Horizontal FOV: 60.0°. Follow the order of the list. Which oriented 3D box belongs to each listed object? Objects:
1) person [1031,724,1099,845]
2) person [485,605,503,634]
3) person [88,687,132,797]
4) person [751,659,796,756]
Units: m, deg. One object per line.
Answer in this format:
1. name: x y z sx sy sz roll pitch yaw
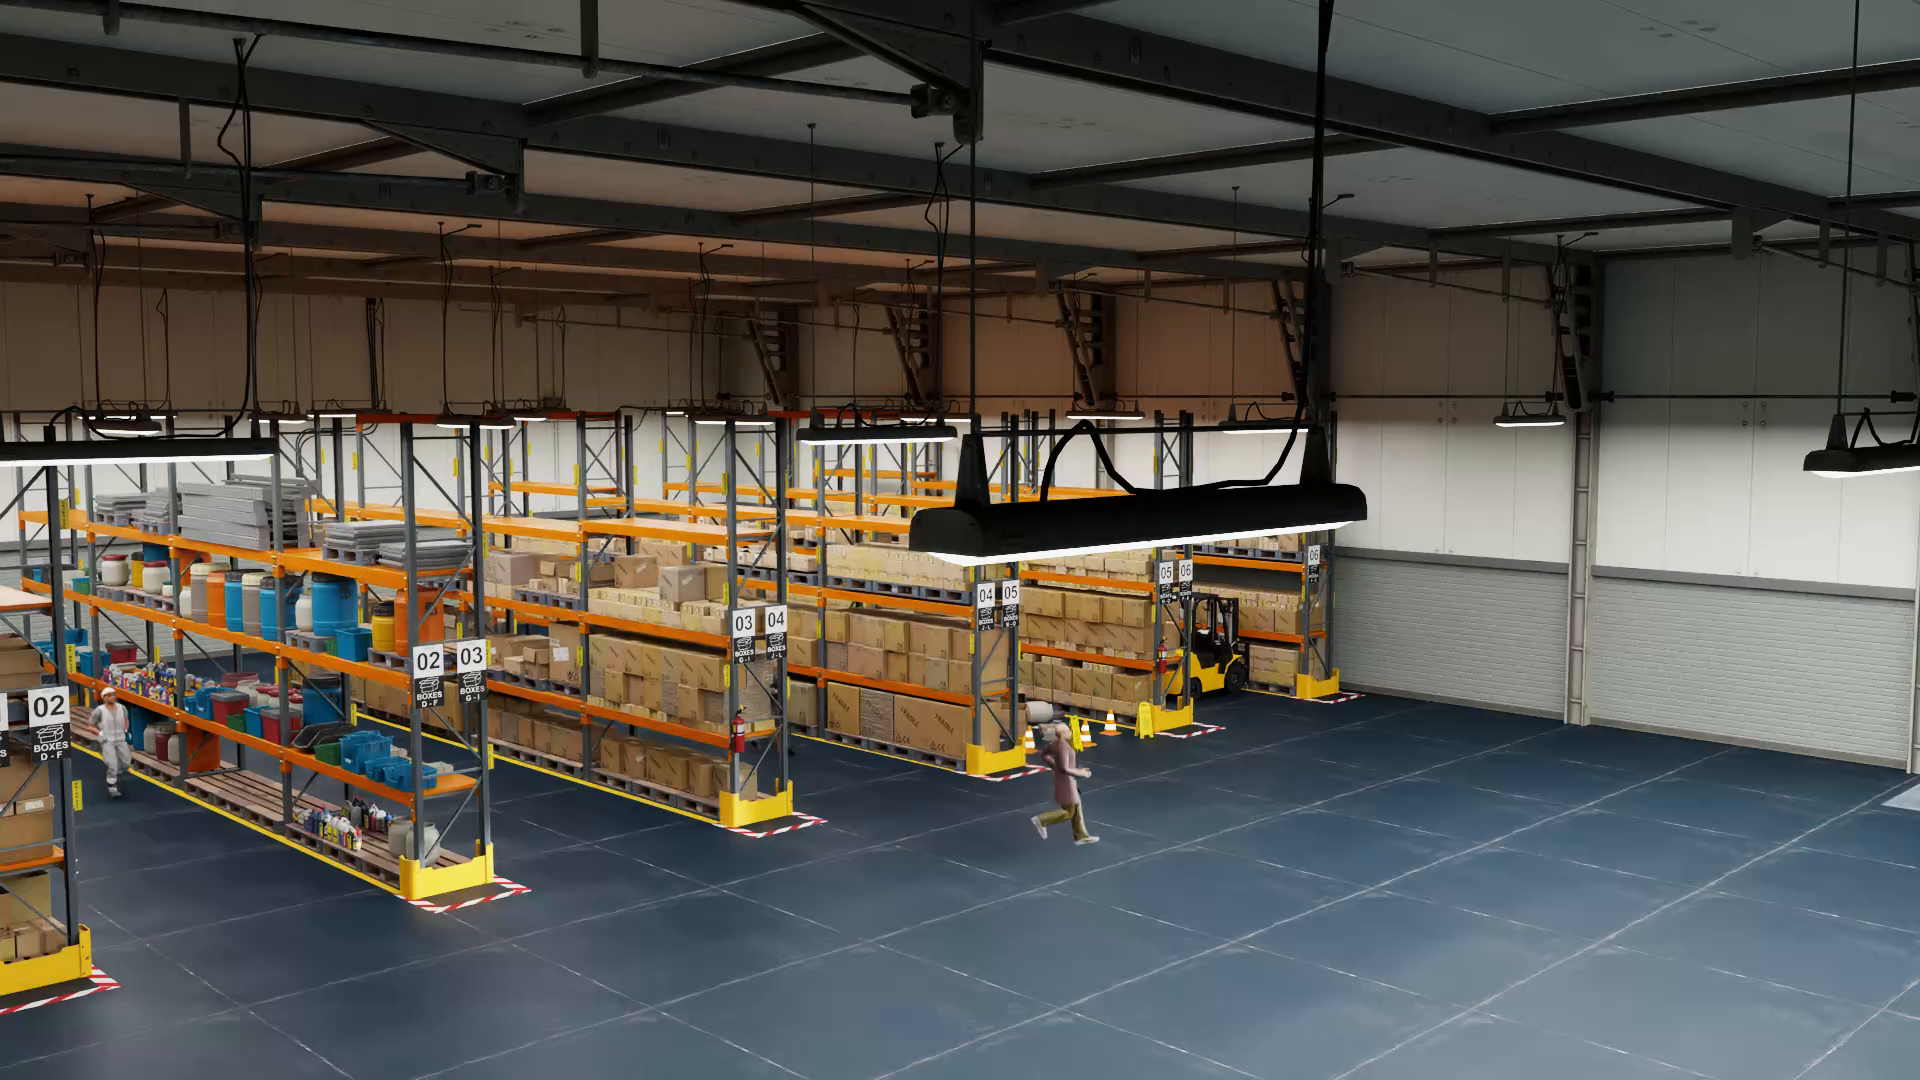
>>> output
1. person: 1.474 3.439 23.351 1.014 1.751 0.724 -1 5 -11
2. person: -11.425 1.975 40.621 0.909 1.721 0.676 -1 5 -16
3. person: -13.377 3.182 26.245 0.614 1.737 0.648 4 6 39
4. person: -3.315 3.009 29.348 0.884 1.570 0.610 4 6 38
